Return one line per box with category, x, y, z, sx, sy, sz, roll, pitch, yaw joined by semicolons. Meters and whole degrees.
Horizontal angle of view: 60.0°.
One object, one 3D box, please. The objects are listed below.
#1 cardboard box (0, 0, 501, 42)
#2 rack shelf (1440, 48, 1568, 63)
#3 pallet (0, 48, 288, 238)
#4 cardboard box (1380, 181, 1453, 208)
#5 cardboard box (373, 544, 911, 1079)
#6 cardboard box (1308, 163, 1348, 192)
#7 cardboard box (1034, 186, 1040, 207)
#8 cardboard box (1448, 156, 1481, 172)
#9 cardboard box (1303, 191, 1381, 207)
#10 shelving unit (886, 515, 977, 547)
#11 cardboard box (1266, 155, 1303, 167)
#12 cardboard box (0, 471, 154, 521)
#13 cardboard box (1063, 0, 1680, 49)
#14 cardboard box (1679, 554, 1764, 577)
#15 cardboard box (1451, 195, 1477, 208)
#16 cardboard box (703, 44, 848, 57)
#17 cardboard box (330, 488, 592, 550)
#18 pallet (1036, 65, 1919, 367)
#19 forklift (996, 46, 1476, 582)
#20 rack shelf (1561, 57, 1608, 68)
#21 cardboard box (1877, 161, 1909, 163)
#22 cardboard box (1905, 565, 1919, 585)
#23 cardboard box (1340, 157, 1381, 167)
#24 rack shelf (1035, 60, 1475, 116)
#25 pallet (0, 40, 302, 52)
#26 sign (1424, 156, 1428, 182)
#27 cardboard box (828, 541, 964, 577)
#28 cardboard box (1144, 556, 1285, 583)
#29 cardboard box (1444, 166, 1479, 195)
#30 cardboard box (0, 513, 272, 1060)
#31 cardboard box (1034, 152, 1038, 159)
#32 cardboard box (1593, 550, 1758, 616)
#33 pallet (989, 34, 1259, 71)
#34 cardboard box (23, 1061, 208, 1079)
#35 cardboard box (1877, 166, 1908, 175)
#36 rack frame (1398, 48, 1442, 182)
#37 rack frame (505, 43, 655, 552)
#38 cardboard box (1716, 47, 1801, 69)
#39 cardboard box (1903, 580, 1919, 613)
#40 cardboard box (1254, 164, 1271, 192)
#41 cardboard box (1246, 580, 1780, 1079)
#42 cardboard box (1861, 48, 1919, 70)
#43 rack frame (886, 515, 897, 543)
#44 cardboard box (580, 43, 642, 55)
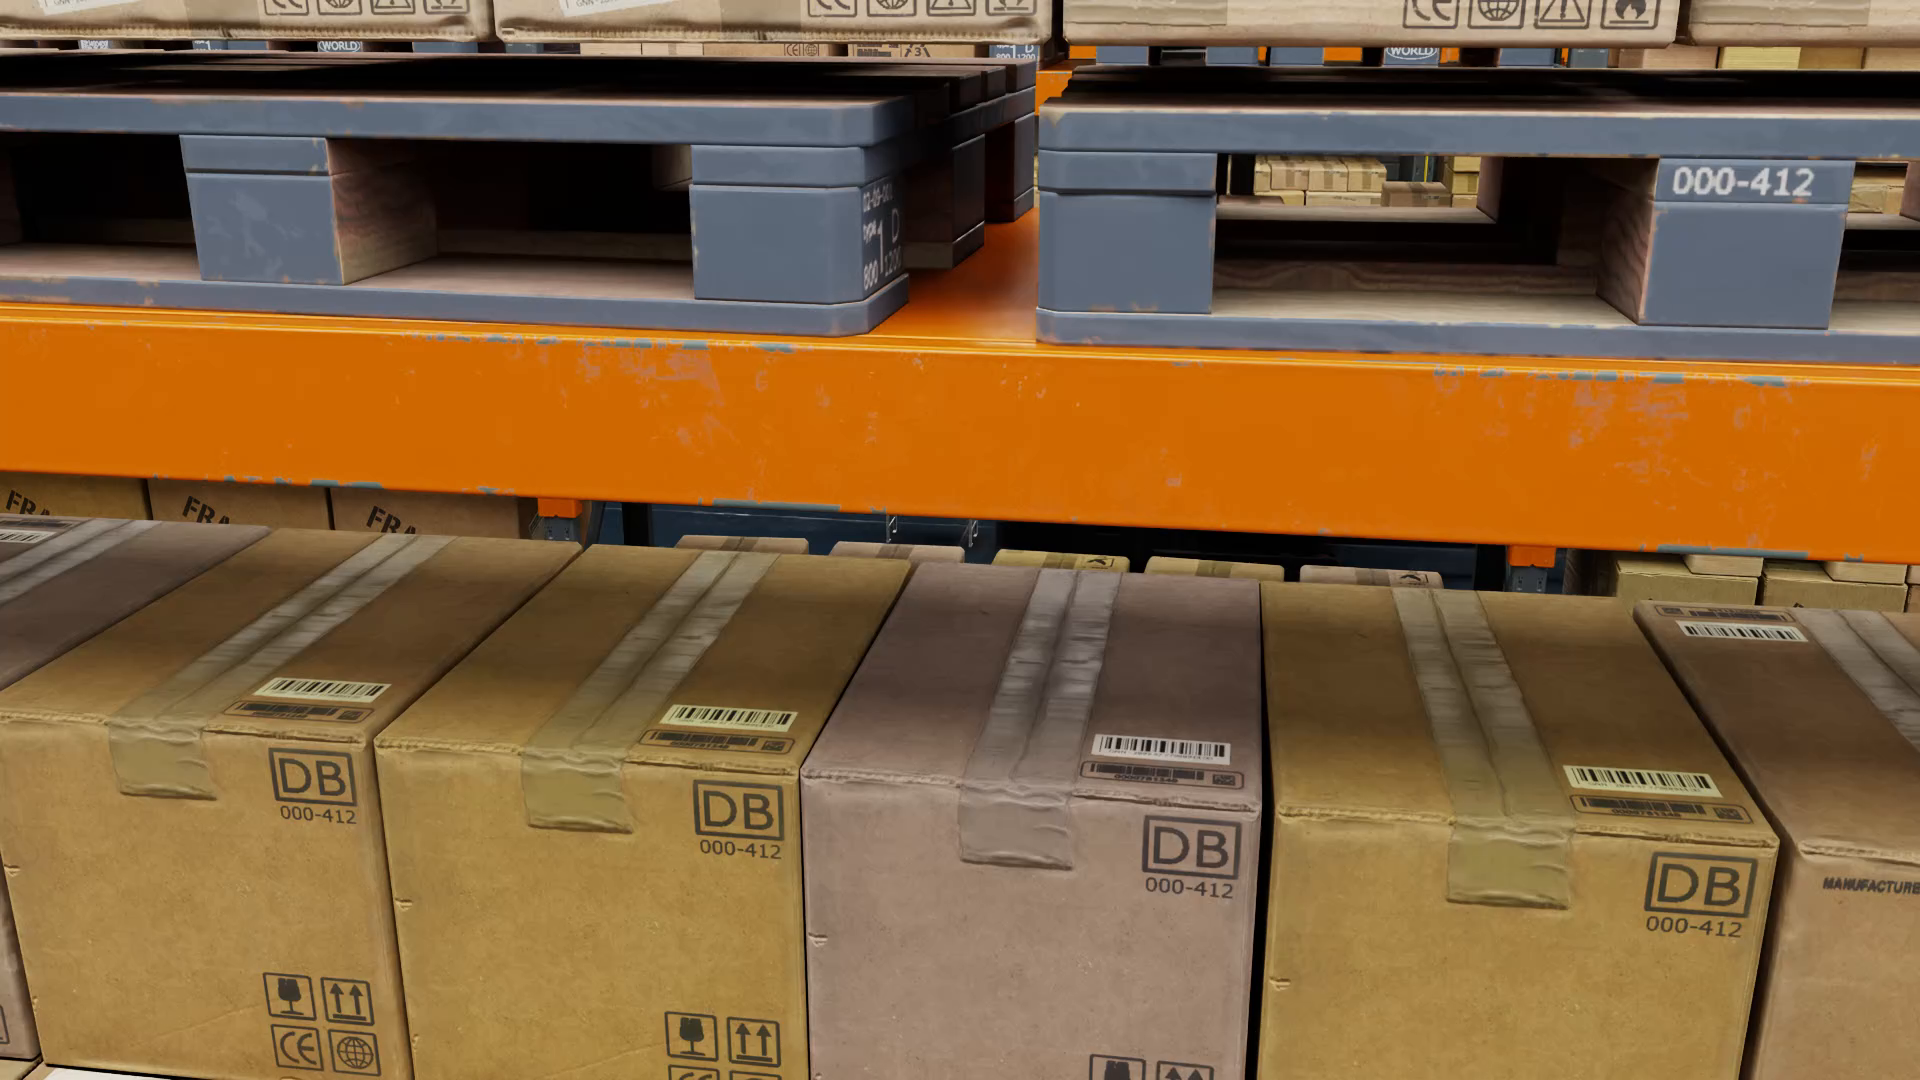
cardboard box;-0.642;-0.688;1.726;0.500;0.311;0.500;3;19;8
rack shelf;5.070;-3.108;10.771;4.000;0.370;1.077;3;19;9
pallet;-1.679;-0.535;2.244;1.003;0.211;1.213;4;19;11
cardboard box;1.903;-1.402;6.955;0.250;0.149;0.380;3;19;8
cardboard box;-0.371;0.362;2.260;0.500;0.500;0.700;3;19;8
cardboard box;2.465;-2.437;11.181;0.250;0.149;0.380;3;19;8
cardboard box;0.553;-2.338;11.513;0.500;0.250;0.500;2;19;7
cardboard box;3.363;-2.515;10.942;0.250;0.149;0.380;3;19;10
cardboard box;2.570;-2.238;11.213;0.500;0.250;0.500;3;19;7
shelving unit;-0.163;-0.577;9.638;0.503;1.200;0.258;3;19;9
cardboard box;2.279;-2.610;11.697;0.250;0.149;0.380;3;19;8
cardboard box;-4.069;-0.117;8.113;0.875;0.875;0.875;3;19;10
cardboard box;0.372;-0.607;1.581;0.500;0.250;0.500;3;19;8
cardboard box;2.965;0.009;6.517;0.250;0.149;0.380;3;19;9
cardboard box;3.492;-2.071;11.107;0.500;0.500;0.500;2;19;7
cardboard box;-0.704;-2.193;6.744;0.500;0.500;0.700;3;19;9
cardboard box;-2.307;-0.026;7.840;0.875;0.875;0.875;3;19;8
pallet;0.713;-0.379;1.782;1.217;0.209;0.805;2;19;6
forklift;1.755;-1.324;9.142;3.031;2.935;1.130;2;19;6
rack shelf;4.286;-1.553;6.123;4.000;0.370;1.077;3;19;9
cardboard box;5.912;-2.417;10.652;0.250;0.149;0.380;3;19;9
cardboard box;3.739;0.047;6.404;0.250;0.149;0.380;4;19;12
cardboard box;2.782;-2.567;11.569;0.250;0.149;0.380;2;19;7
rack shelf;0.337;-1.754;6.725;4.000;0.370;1.077;3;19;9
pallet;-3.387;-2.178;7.154;1.213;0.211;1.003;4;19;11
sign;3.018;-2.468;10.753;0.005;0.325;0.100;3;19;9
cardboard box;-0.352;0.340;7.540;0.625;0.372;0.950;3;19;8
cardboard box;1.083;0.414;7.318;0.625;0.372;0.950;4;19;12
cardboard box;3.368;-2.384;11.021;0.250;0.149;0.380;3;19;8
cardboard box;-1.382;0.312;2.411;0.500;0.500;0.700;3;19;8
cardboard box;0.520;-2.692;11.943;0.250;0.149;0.380;3;19;8
cardboard box;2.851;0.291;6.695;0.500;0.500;0.500;4;19;11
pallet;0.694;-2.021;6.685;1.003;0.211;1.213;3;19;9
cardboard box;-0.923;0.892;2.251;0.500;0.500;0.500;3;19;9
cardboard box;3.704;-1.078;6.097;0.500;0.500;0.700;3;19;7
rack frame;3.095;-2.127;11.434;0.127;3.000;1.000;3;19;9
rack frame;-1.638;-0.773;7.387;0.127;3.000;1.000;3;19;9
cardboard box;2.829;-1.752;5.979;0.250;0.149;0.380;3;19;9
cardboard box;3.893;0.341;6.546;0.500;0.500;0.500;4;19;12
cardboard box;1.951;-2.438;11.182;0.250;0.149;0.380;2;19;7
cardboard box;0.627;0.414;2.106;0.500;0.500;0.700;3;19;8
cardboard box;3.333;-1.749;5.973;0.250;0.149;0.380;3;19;10
rack frame;-0.404;-0.590;9.674;0.015;1.200;0.240;3;19;9
cardboard box;-1.354;-2.008;6.745;0.250;0.149;0.380;3;19;9
